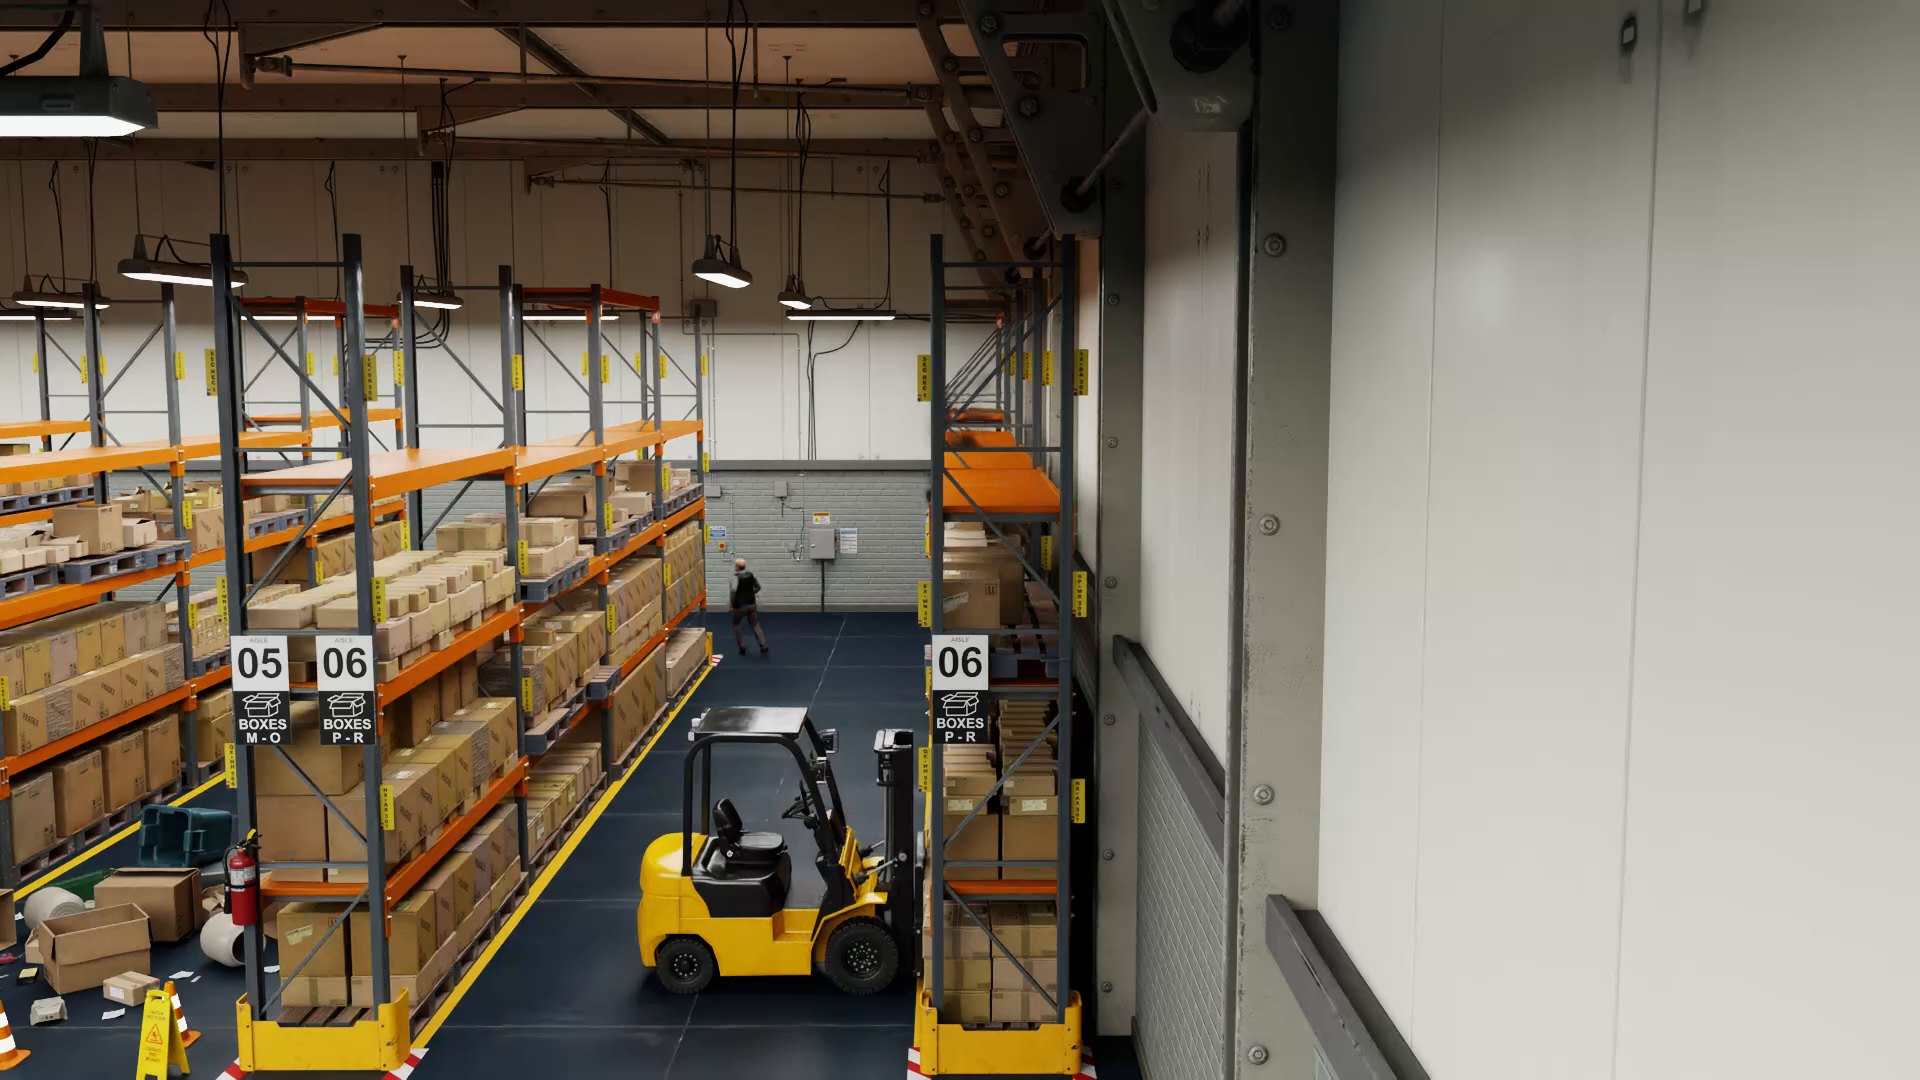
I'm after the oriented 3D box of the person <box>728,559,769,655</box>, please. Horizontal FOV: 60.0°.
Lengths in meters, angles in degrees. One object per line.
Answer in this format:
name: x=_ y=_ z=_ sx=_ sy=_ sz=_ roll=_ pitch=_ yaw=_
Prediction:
person: x=-3.720 y=1.182 z=28.573 sx=0.725 sy=1.745 sz=0.704 roll=-5 pitch=8 yaw=-38
